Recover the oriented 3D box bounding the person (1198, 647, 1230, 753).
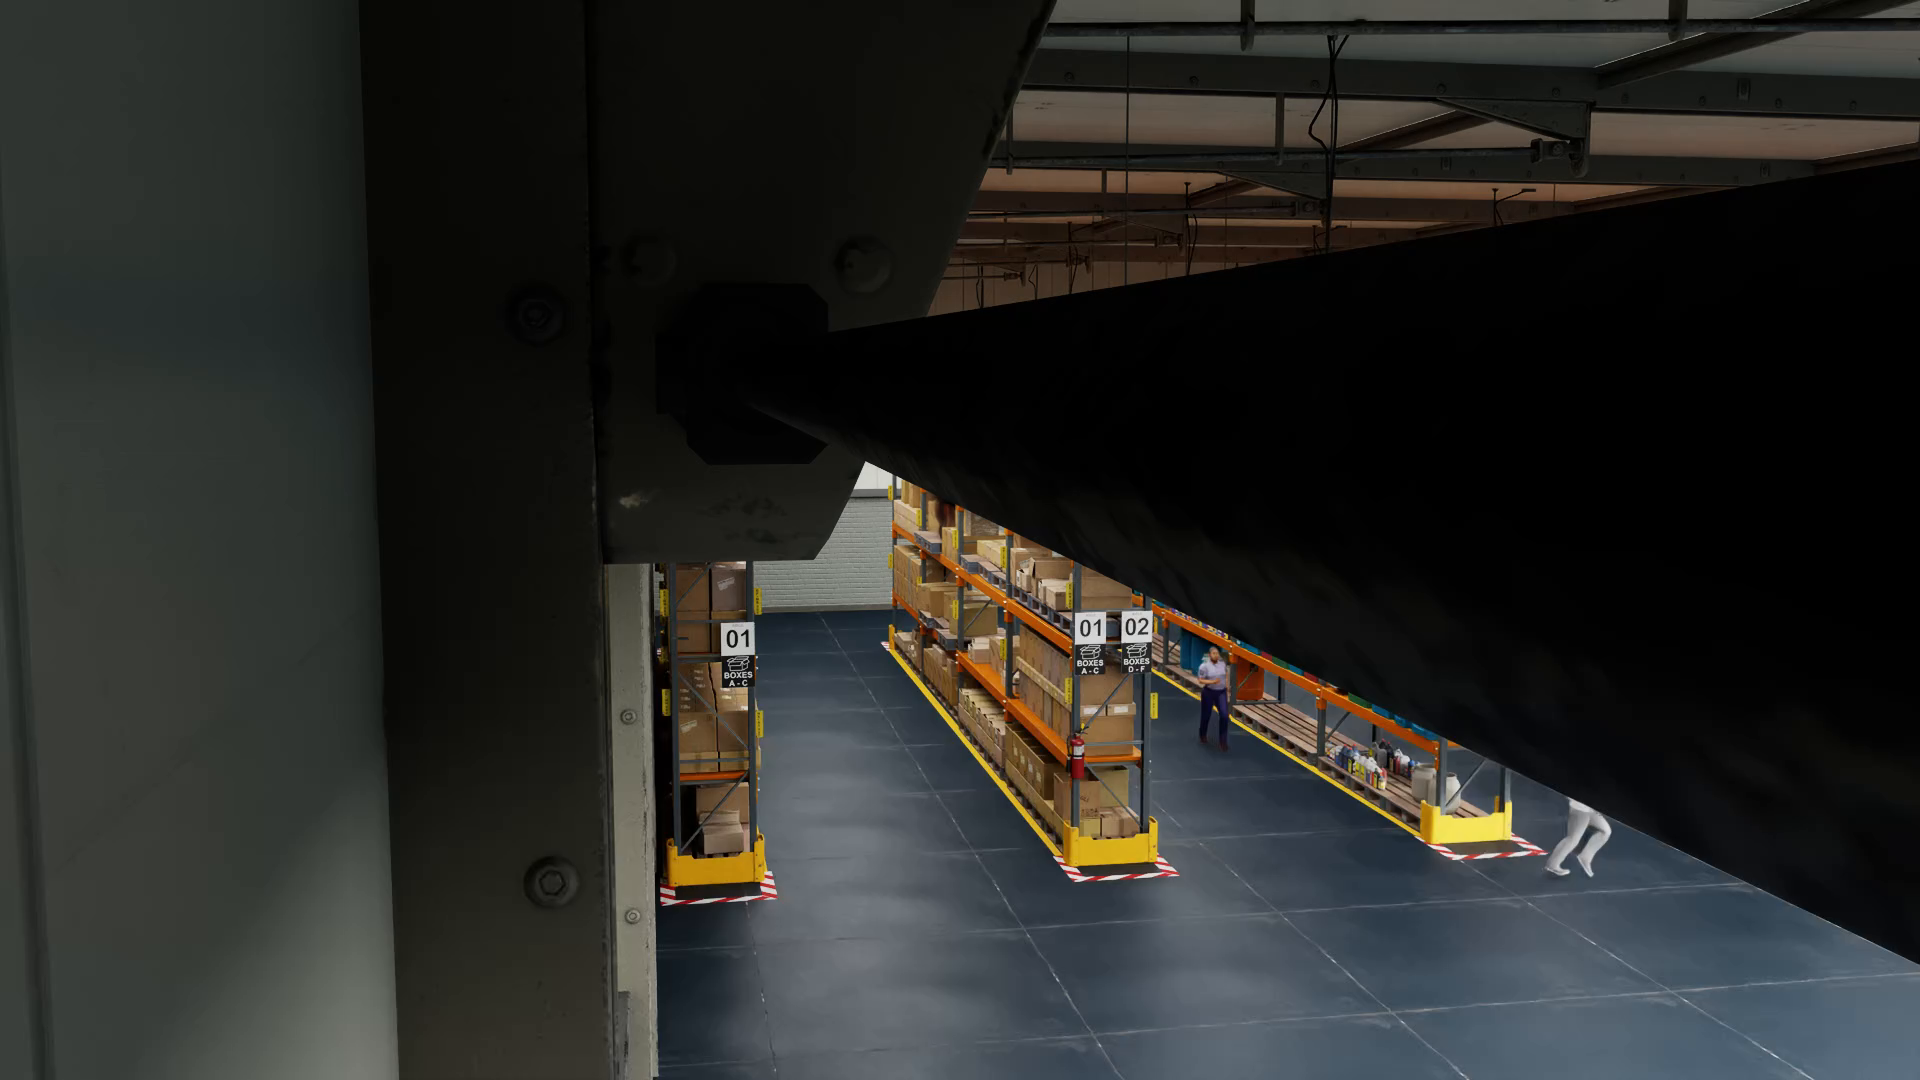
[{"bbox_3d":[4.141,2.582,27.147,0.576,1.706,0.764,-1,6,-9],"label":"person"}]

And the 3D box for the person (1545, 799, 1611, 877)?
[{"bbox_3d":[7.637,3.295,20.324,0.823,1.685,0.584,3,7,23],"label":"person"}]
